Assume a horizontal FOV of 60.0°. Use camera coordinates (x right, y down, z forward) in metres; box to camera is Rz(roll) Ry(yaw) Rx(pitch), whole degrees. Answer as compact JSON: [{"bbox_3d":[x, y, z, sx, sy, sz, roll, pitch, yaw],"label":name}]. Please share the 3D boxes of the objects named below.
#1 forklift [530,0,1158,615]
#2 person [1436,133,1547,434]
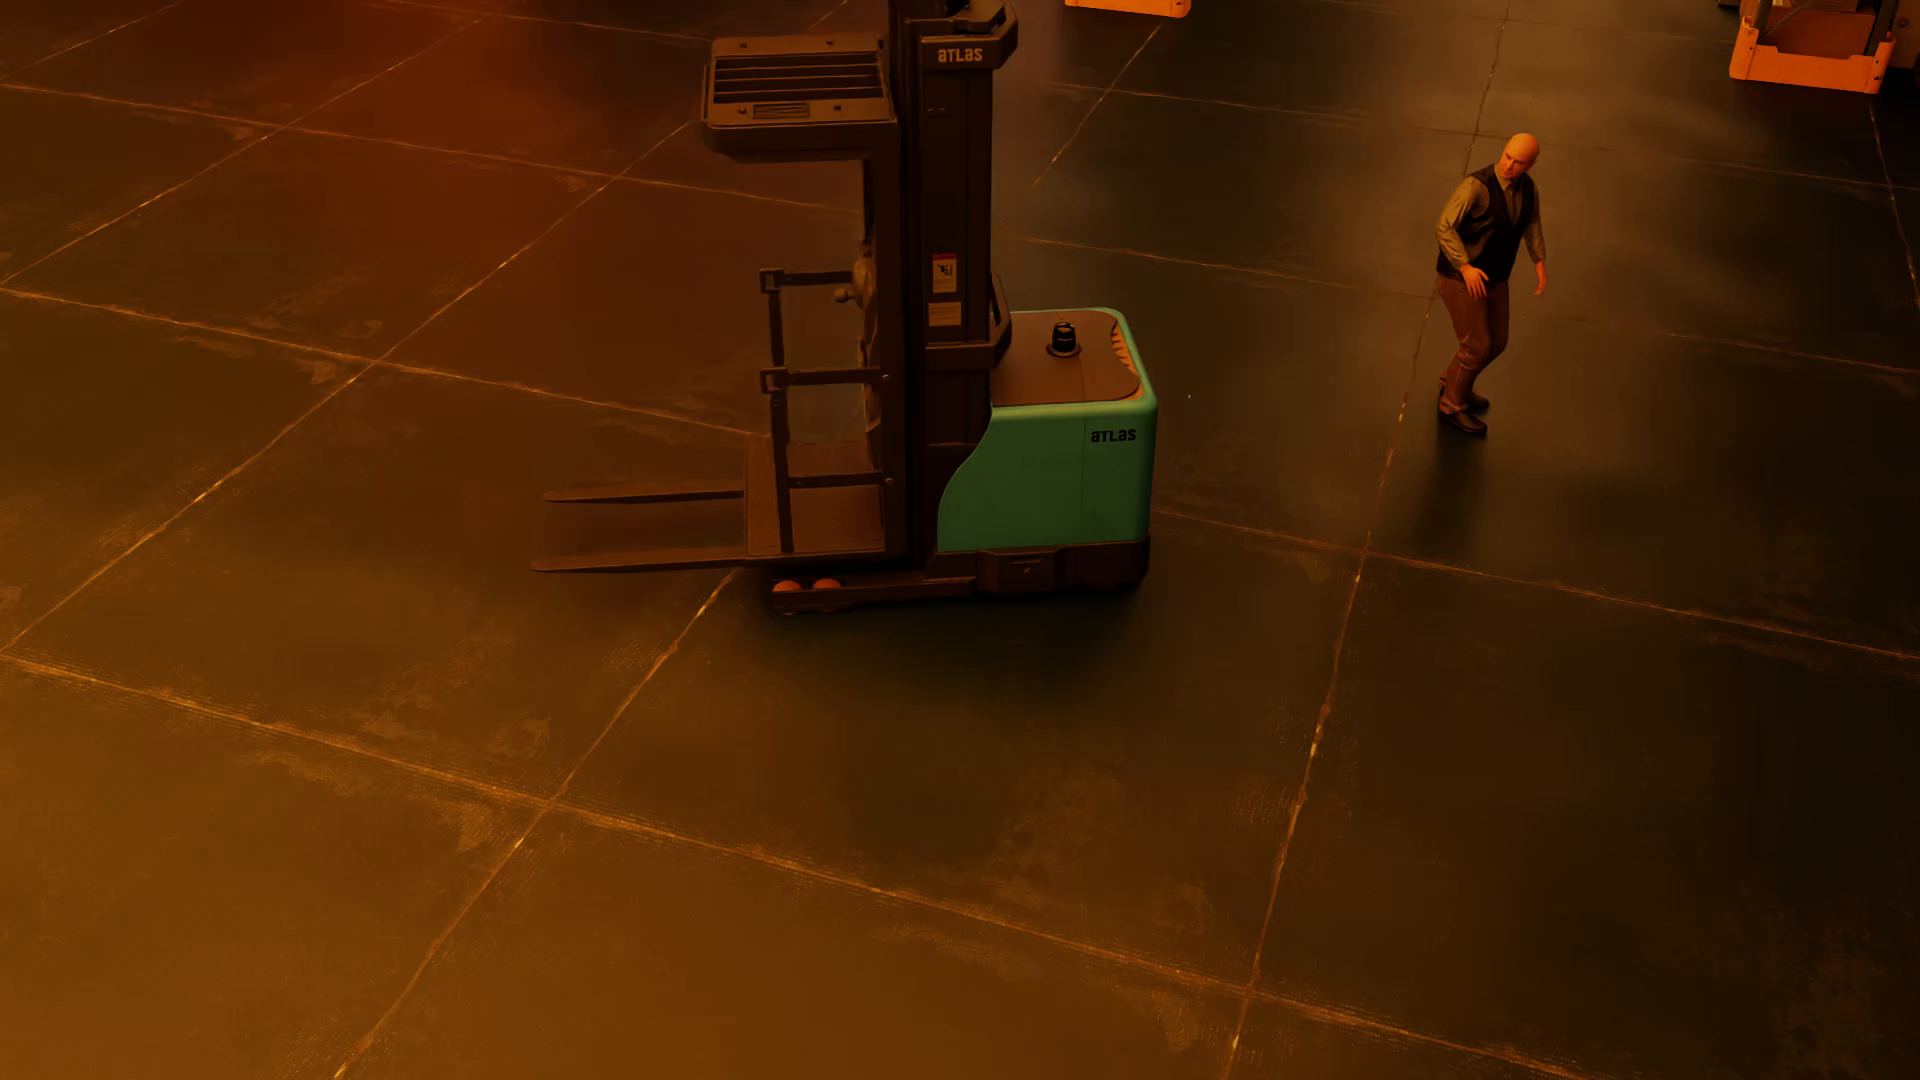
[{"bbox_3d":[-0.612,-1.151,7.735,3.031,2.935,1.130,-3,35,-5],"label":"forklift"},{"bbox_3d":[2.957,-1.447,9.241,0.731,1.687,0.516,-23,42,-29],"label":"person"}]
